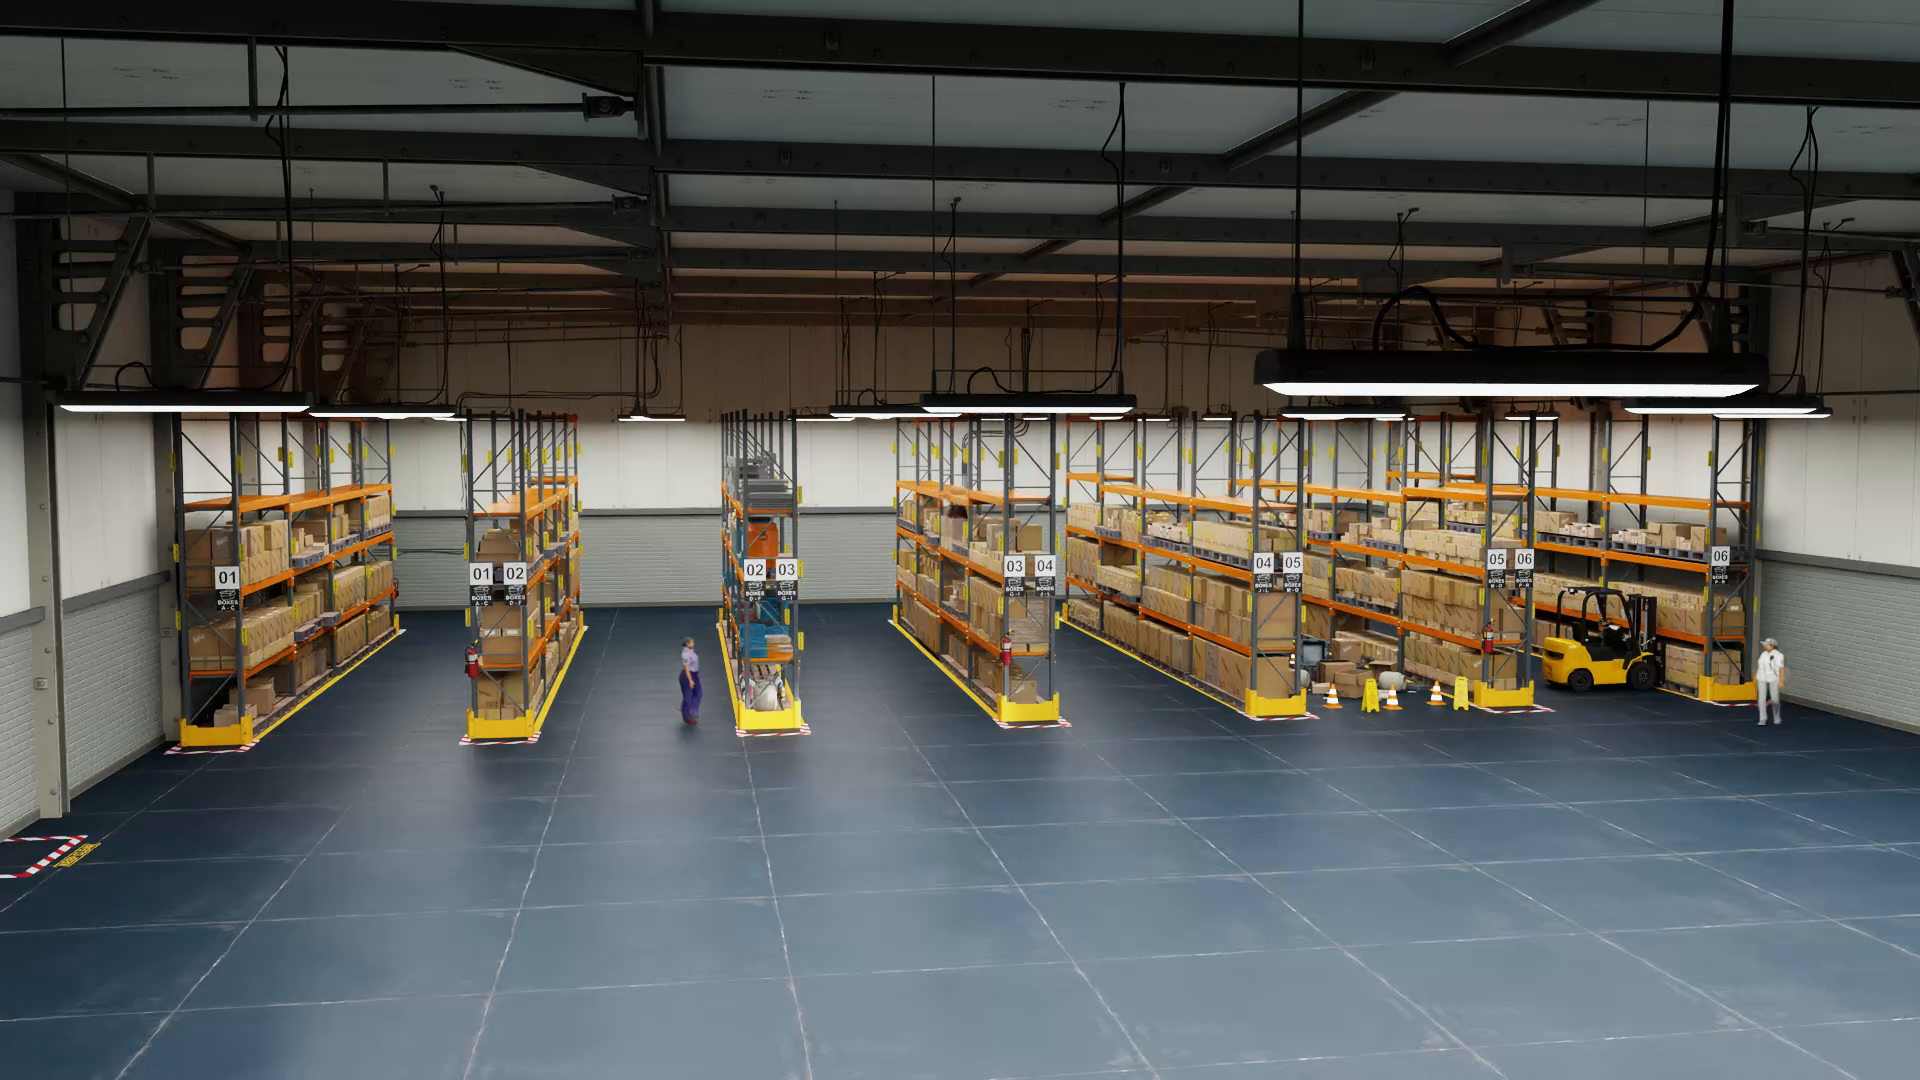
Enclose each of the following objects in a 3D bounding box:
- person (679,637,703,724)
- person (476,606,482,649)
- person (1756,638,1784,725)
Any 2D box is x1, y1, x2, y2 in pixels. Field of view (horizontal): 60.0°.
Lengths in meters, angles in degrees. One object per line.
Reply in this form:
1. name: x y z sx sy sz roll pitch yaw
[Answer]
1. person: -5.184 2.711 31.898 0.378 1.718 0.494 1 4 15
2. person: -11.916 2.042 41.521 0.395 1.556 0.823 -1 4 -10
3. person: 15.311 2.683 31.446 0.492 1.657 0.450 3 5 37
